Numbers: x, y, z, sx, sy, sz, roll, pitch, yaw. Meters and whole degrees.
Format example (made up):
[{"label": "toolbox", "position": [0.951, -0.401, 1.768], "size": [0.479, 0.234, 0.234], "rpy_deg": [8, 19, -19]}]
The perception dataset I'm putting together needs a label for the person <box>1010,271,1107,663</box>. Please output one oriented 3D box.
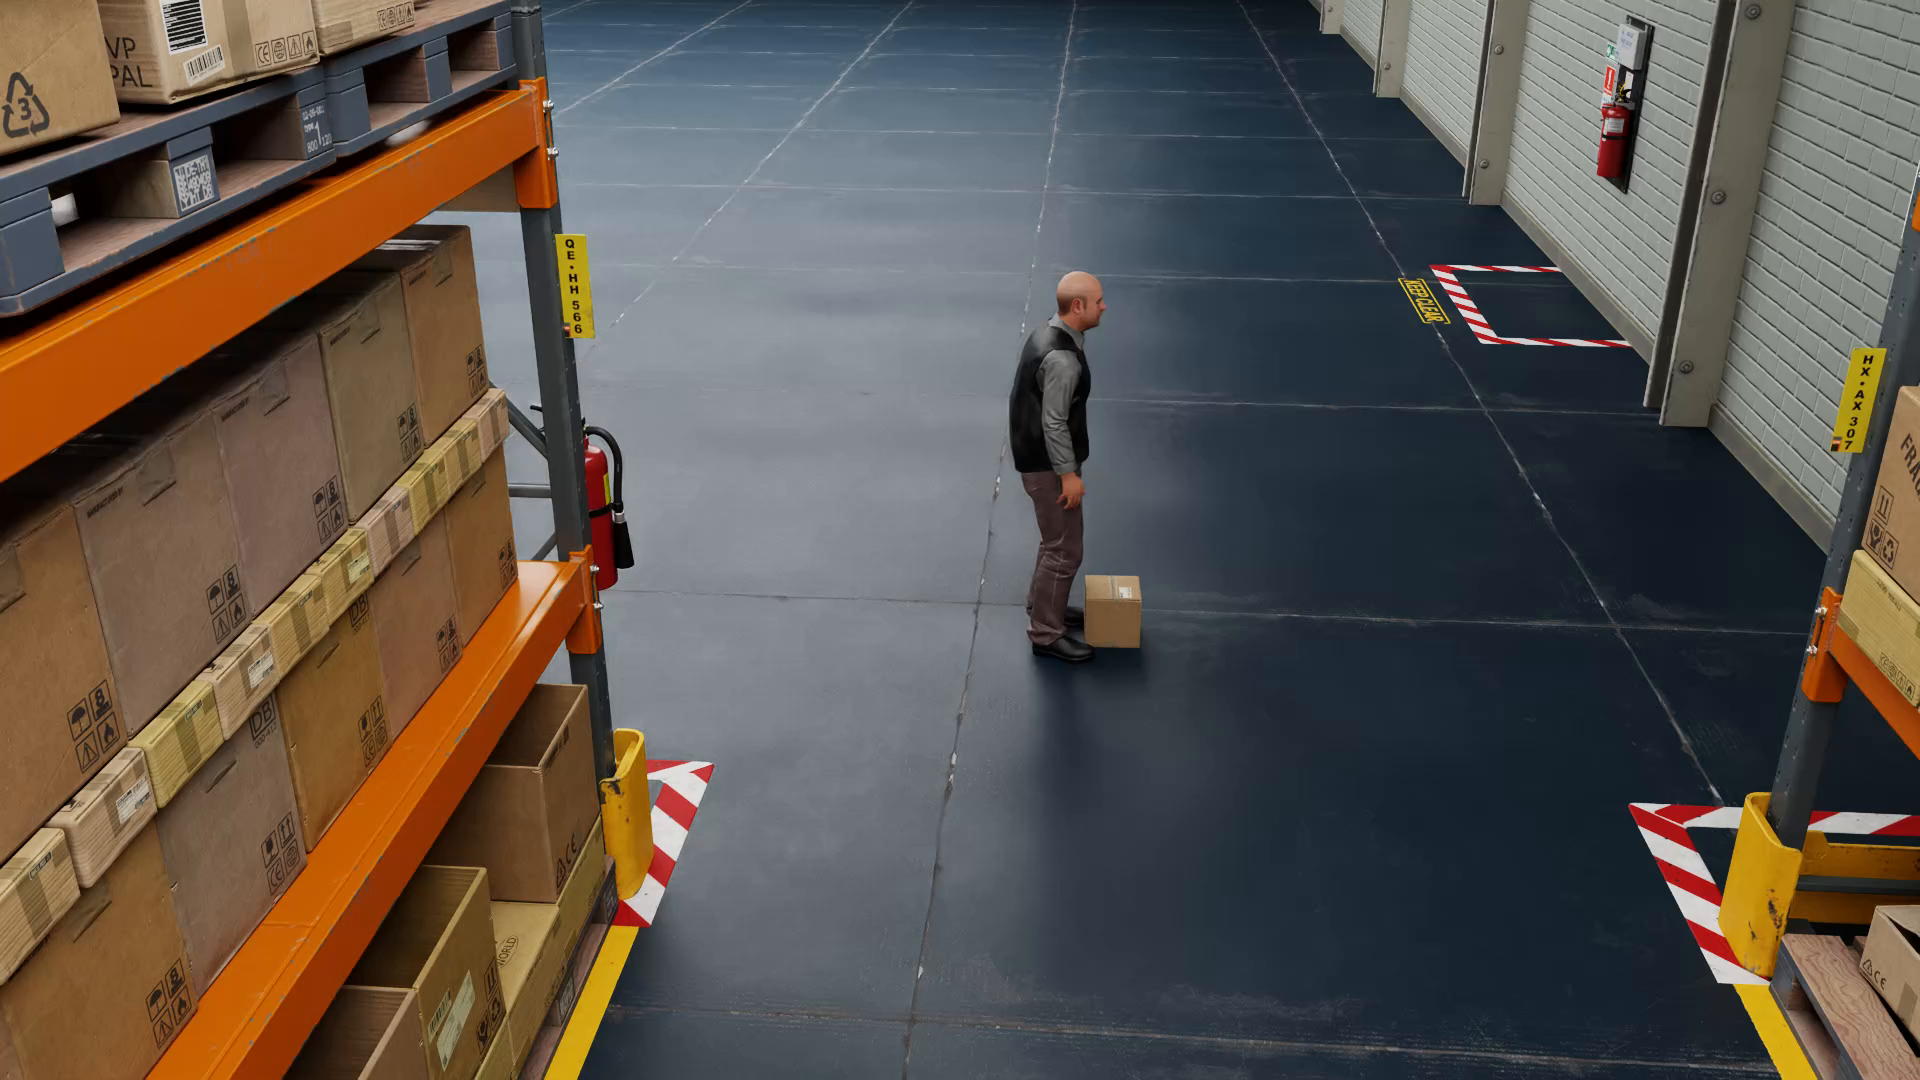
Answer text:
[{"label": "person", "position": [0.423, -0.347, 7.399], "size": [0.411, 1.721, 0.589], "rpy_deg": [1, 24, 3]}]
